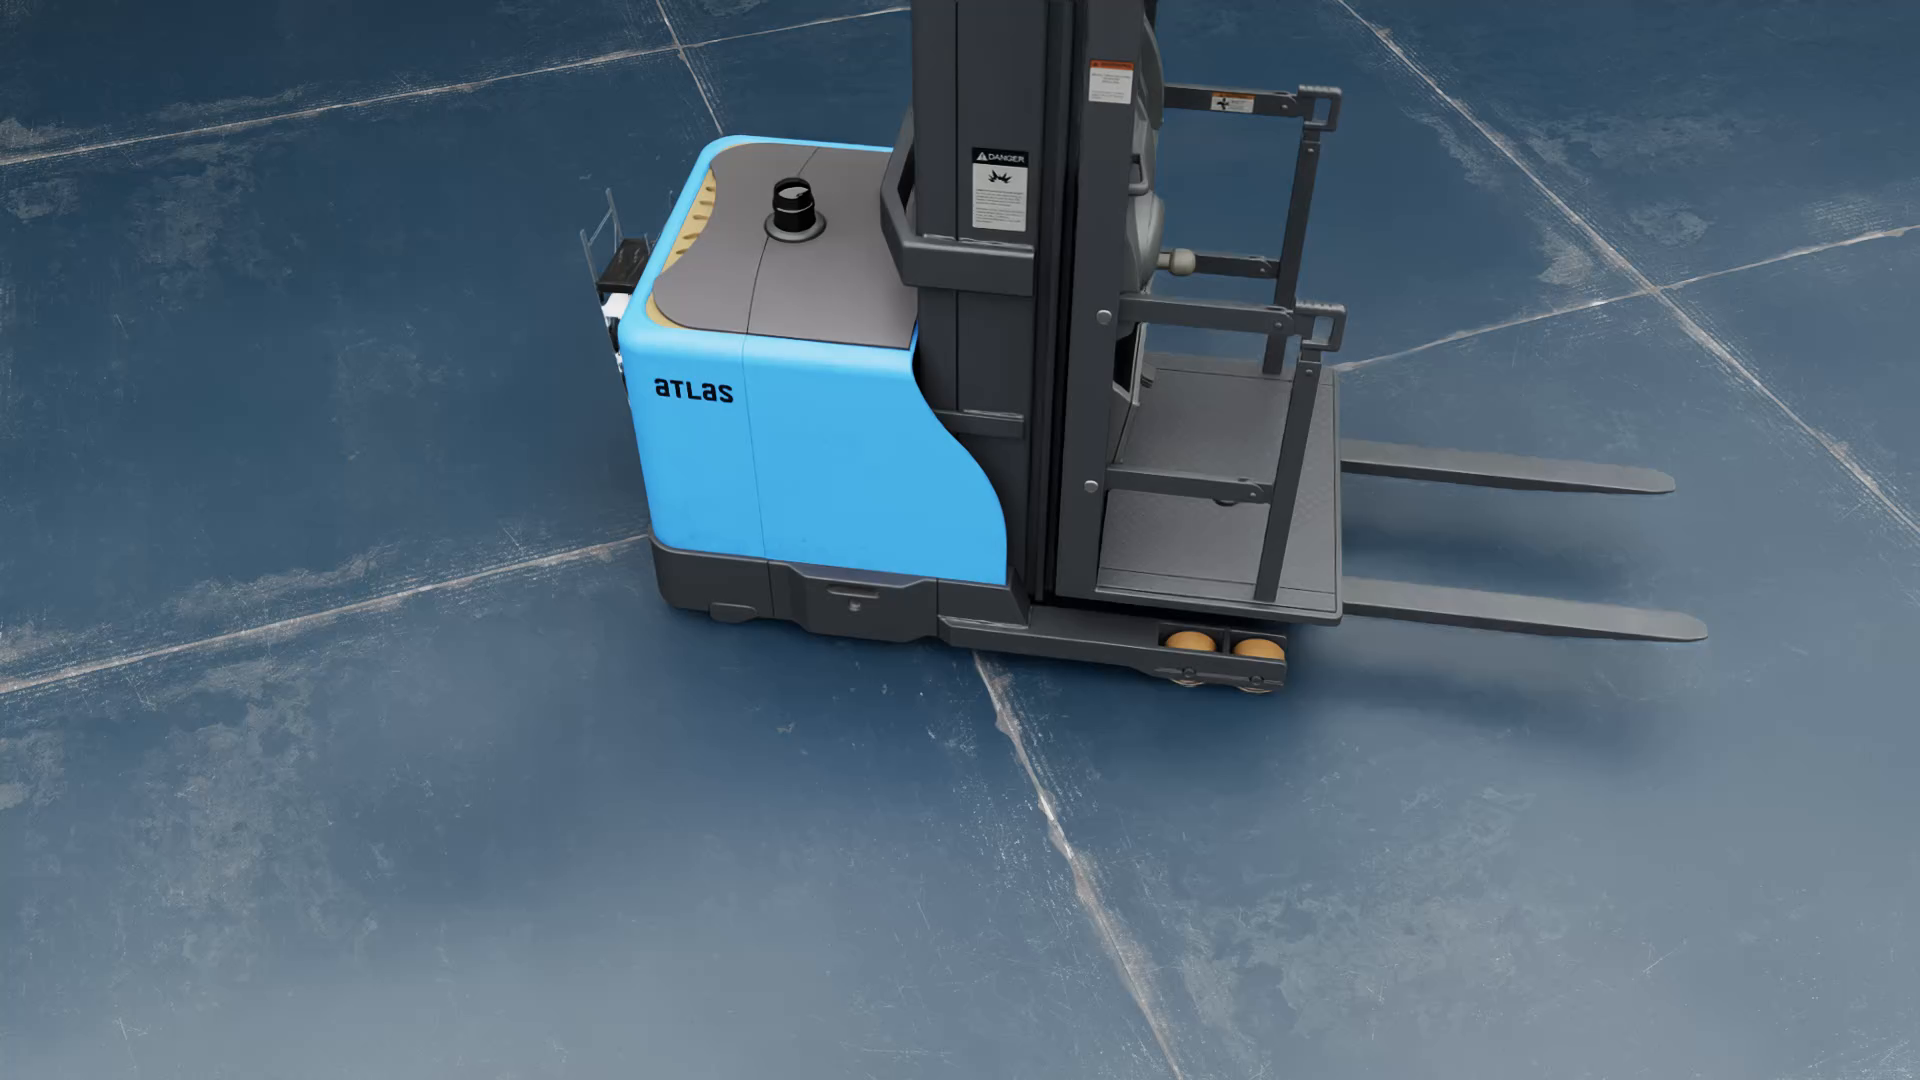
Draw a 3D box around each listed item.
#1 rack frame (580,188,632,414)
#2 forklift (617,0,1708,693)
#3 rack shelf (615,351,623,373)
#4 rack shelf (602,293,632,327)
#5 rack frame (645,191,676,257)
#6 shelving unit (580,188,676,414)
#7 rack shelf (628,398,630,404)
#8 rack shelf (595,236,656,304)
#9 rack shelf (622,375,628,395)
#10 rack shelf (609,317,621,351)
[{"bbox_3d":[-1.053,-0.663,5.277,0.006,0.900,0.240,5,45,12],"label":"rack frame"},{"bbox_3d":[0.652,-0.997,4.175,3.031,2.935,1.130,6,45,6],"label":"forklift"},{"bbox_3d":[-0.951,-0.631,5.280,0.200,0.077,0.258,5,45,12],"label":"rack shelf"},{"bbox_3d":[-0.966,-0.760,5.155,0.200,0.077,0.258,5,45,12],"label":"rack shelf"},{"bbox_3d":[-0.854,-0.646,5.236,0.006,0.900,0.240,5,45,12],"label":"rack frame"},{"bbox_3d":[-0.953,-0.655,5.256,0.210,0.900,0.258,5,45,12],"label":"shelving unit"},{"bbox_3d":[-0.935,-0.502,5.404,0.200,0.077,0.258,5,45,12],"label":"rack shelf"},{"bbox_3d":[-0.973,-0.824,5.092,0.200,0.077,0.258,5,45,12],"label":"rack shelf"},{"bbox_3d":[-0.943,-0.566,5.342,0.200,0.077,0.258,5,45,12],"label":"rack shelf"},{"bbox_3d":[-0.958,-0.695,5.217,0.200,0.077,0.258,5,45,12],"label":"rack shelf"}]
